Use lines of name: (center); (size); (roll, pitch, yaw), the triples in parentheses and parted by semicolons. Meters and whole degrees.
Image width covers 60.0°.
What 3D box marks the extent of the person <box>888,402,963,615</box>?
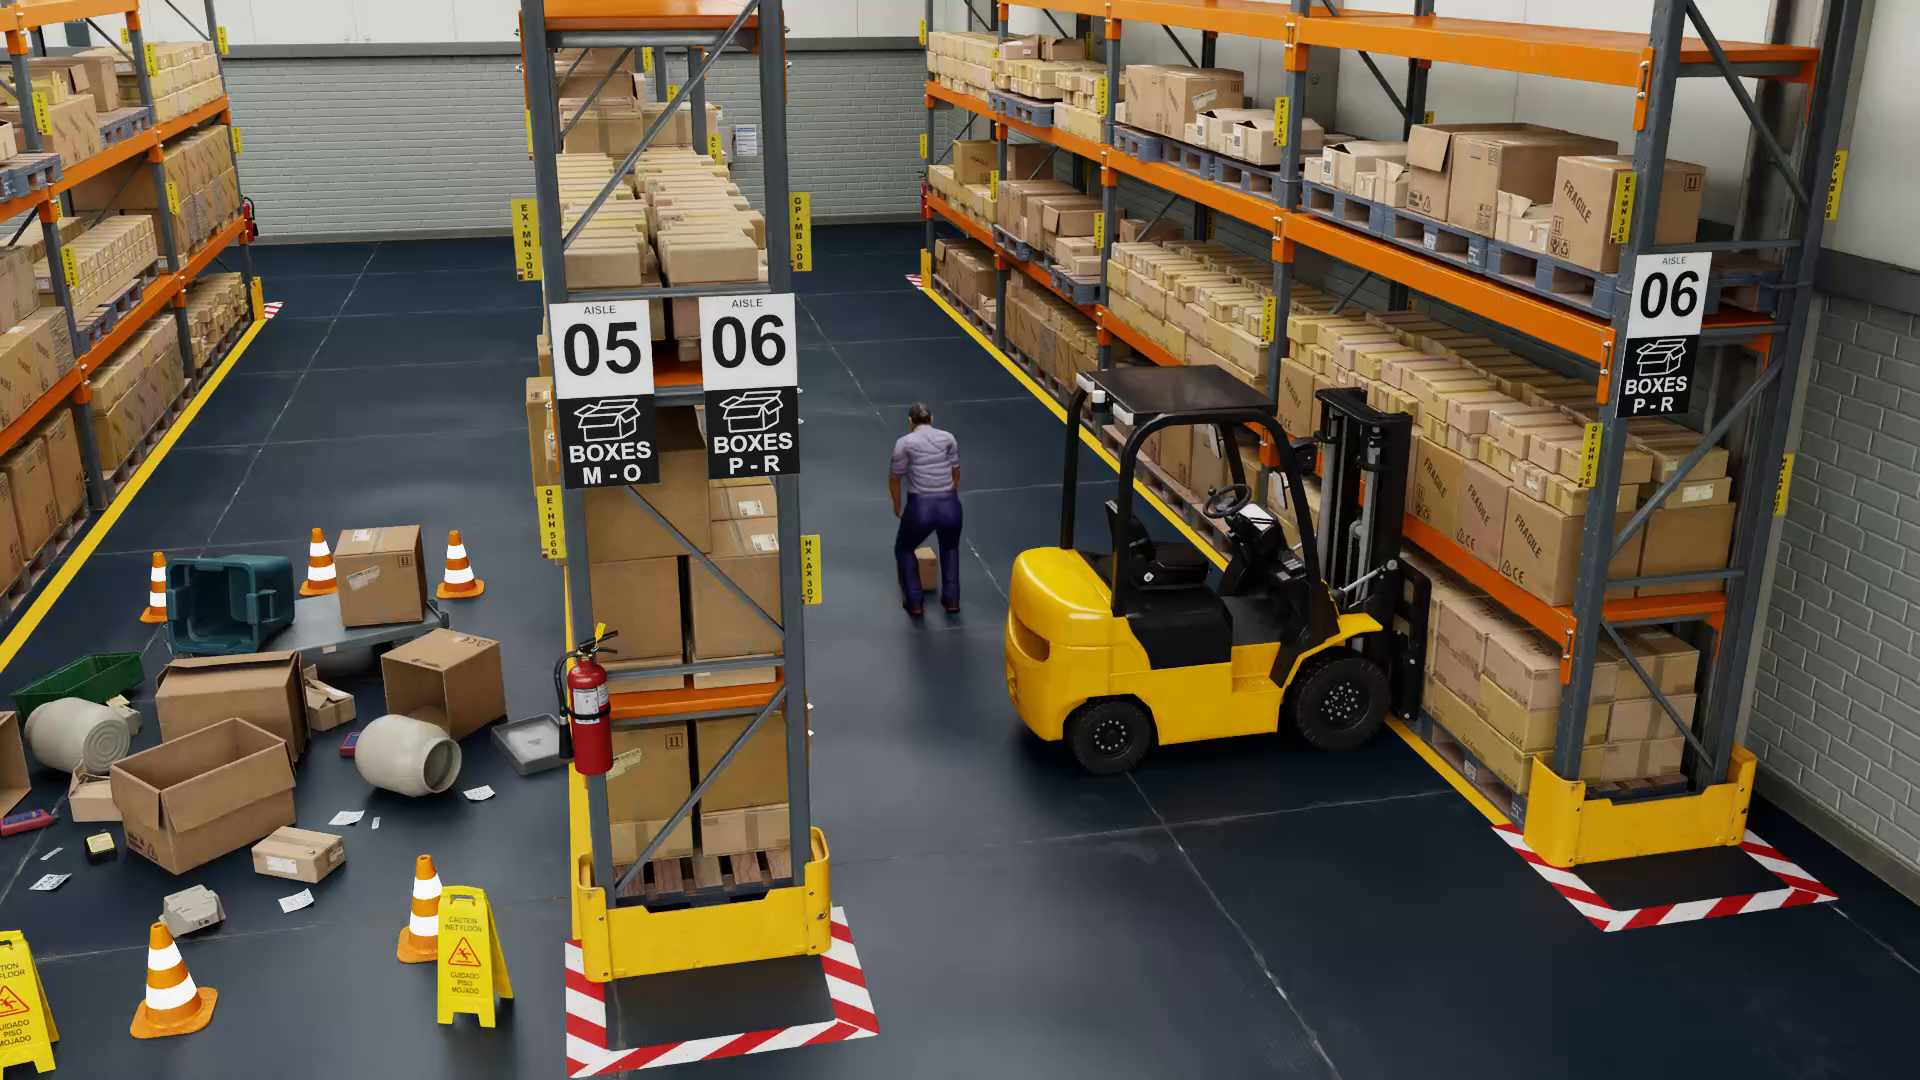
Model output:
person: (-0.244, -0.210, 11.901); (0.522, 1.511, 0.529); (-4, 20, -12)
